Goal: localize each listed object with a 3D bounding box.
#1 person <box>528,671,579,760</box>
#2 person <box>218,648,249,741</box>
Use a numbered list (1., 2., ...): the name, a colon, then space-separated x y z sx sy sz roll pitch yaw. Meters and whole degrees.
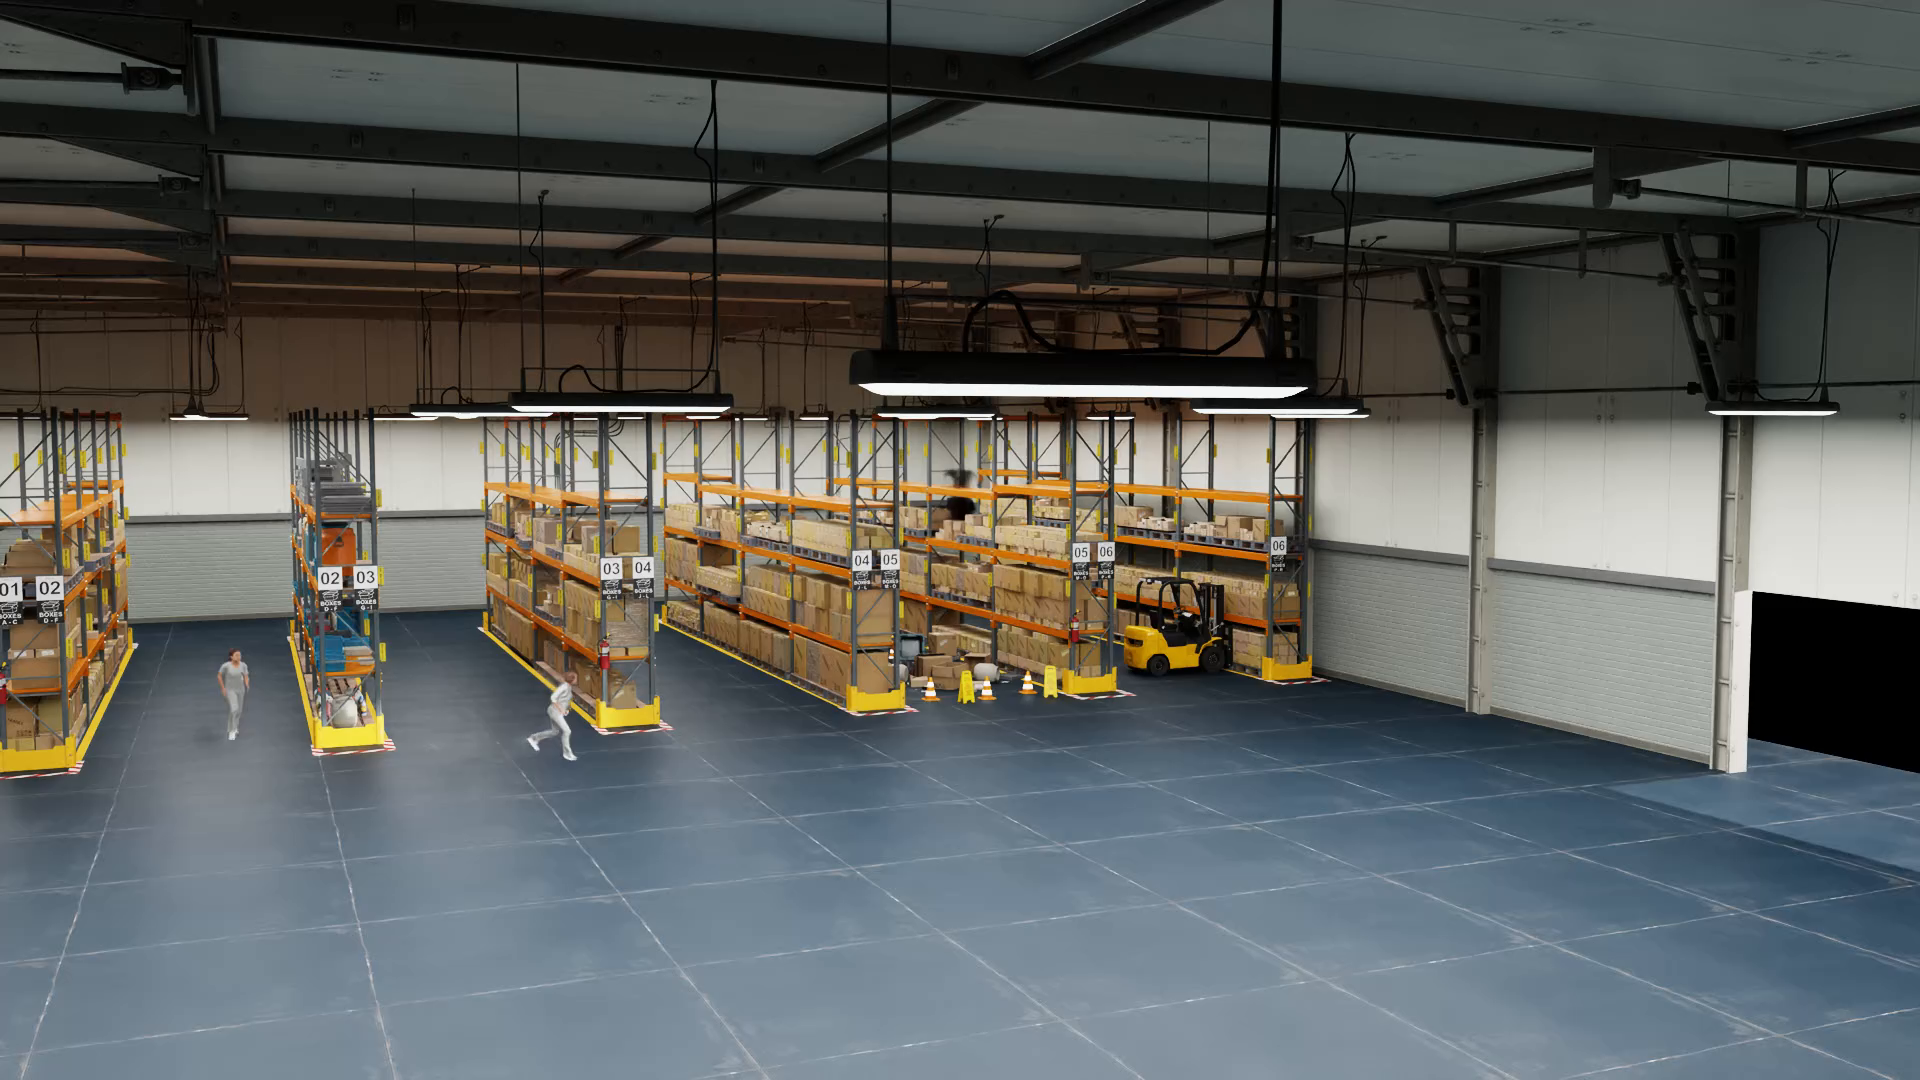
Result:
1. person: -6.935 2.999 28.275 0.877 1.551 0.553 0 4 6
2. person: -13.154 2.808 30.167 0.769 1.676 0.486 4 5 43
